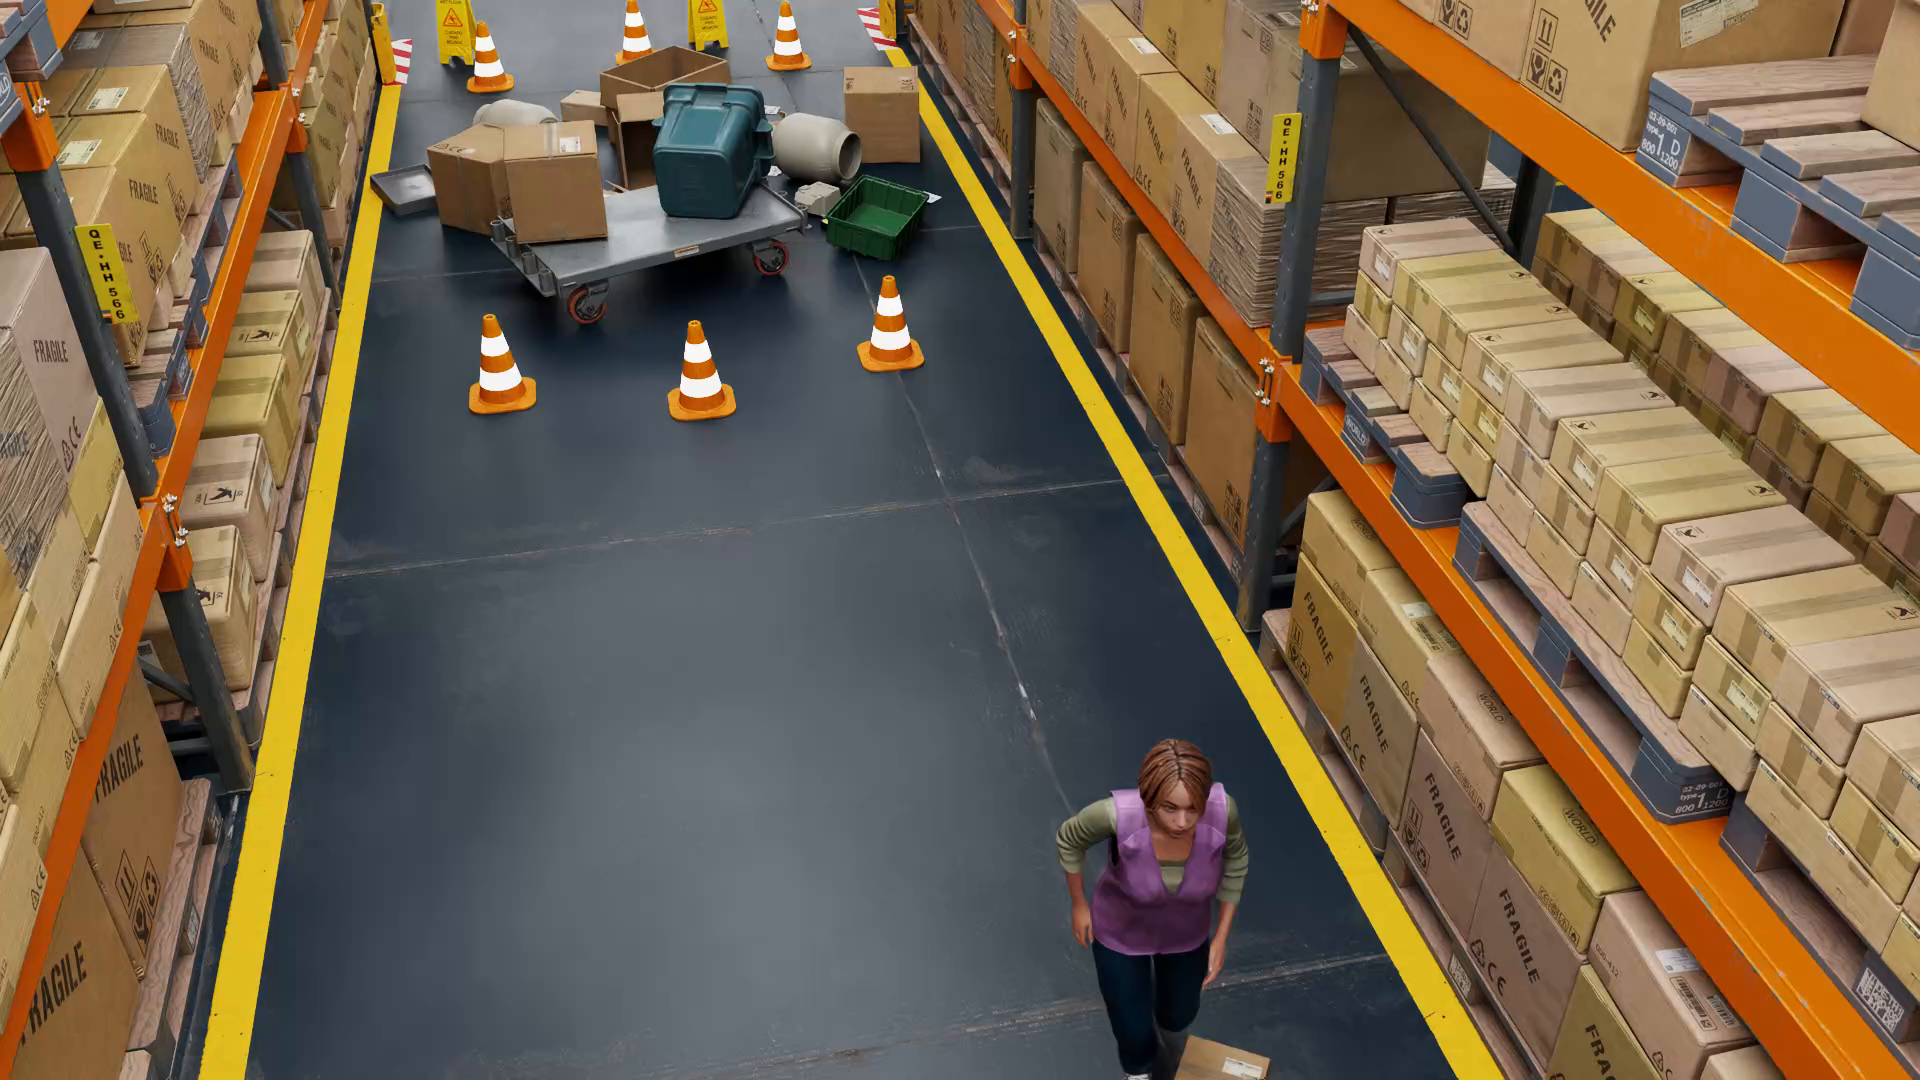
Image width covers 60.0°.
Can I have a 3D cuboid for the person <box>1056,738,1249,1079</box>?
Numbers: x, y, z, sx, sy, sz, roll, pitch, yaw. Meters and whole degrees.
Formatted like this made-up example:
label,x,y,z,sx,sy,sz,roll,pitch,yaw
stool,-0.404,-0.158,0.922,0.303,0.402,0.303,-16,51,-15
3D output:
label,x,y,z,sx,sy,sz,roll,pitch,yaw
person,0.516,1.033,4.717,0.512,1.545,0.653,-4,35,-6
